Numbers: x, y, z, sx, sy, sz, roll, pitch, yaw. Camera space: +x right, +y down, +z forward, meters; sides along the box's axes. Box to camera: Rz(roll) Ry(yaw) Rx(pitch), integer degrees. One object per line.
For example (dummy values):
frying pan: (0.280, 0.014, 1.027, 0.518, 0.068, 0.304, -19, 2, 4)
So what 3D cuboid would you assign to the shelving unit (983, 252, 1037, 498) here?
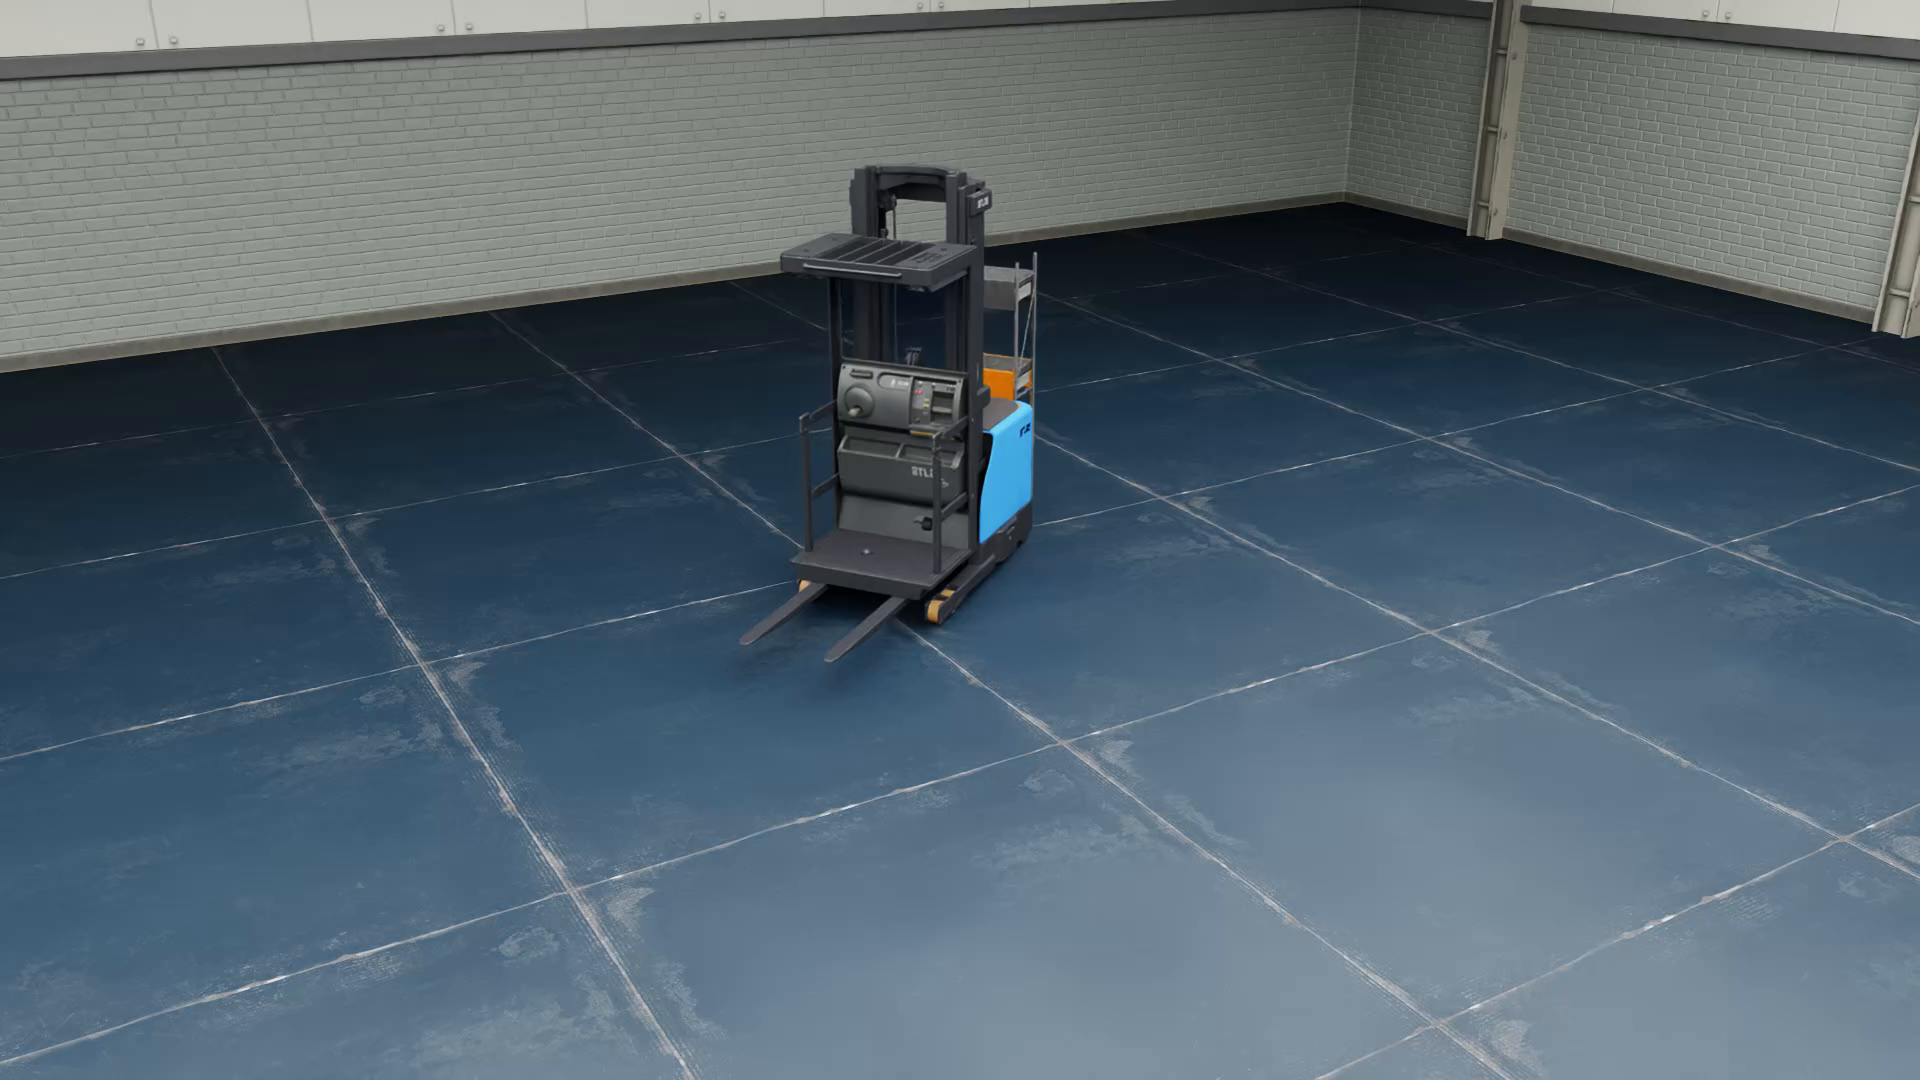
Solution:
shelving unit: (0.273, -1.177, 12.918, 0.503, 2.100, 0.431, 9, 24, 22)

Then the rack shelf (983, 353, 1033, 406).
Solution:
rack shelf: (0.273, -1.164, 12.923, 0.480, 0.518, 0.431, 9, 24, 22)

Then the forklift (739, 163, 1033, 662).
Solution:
forklift: (-0.499, -0.965, 11.294, 1.130, 2.935, 3.031, 9, 24, 22)

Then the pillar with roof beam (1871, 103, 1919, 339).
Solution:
pillar with roof beam: (6.701, -5.644, 14.746, 9.100, 9.000, 0.400, -13, 25, -28)

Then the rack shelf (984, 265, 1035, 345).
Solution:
rack shelf: (0.273, -1.812, 12.659, 0.480, 0.518, 0.431, 9, 24, 22)

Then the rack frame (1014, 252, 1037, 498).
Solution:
rack frame: (0.497, -1.140, 12.827, 0.015, 2.100, 0.400, 9, 24, 22)

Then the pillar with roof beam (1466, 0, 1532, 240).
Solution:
pillar with roof beam: (3.637, -7.586, 19.524, 9.100, 9.000, 0.400, -13, 25, -28)
